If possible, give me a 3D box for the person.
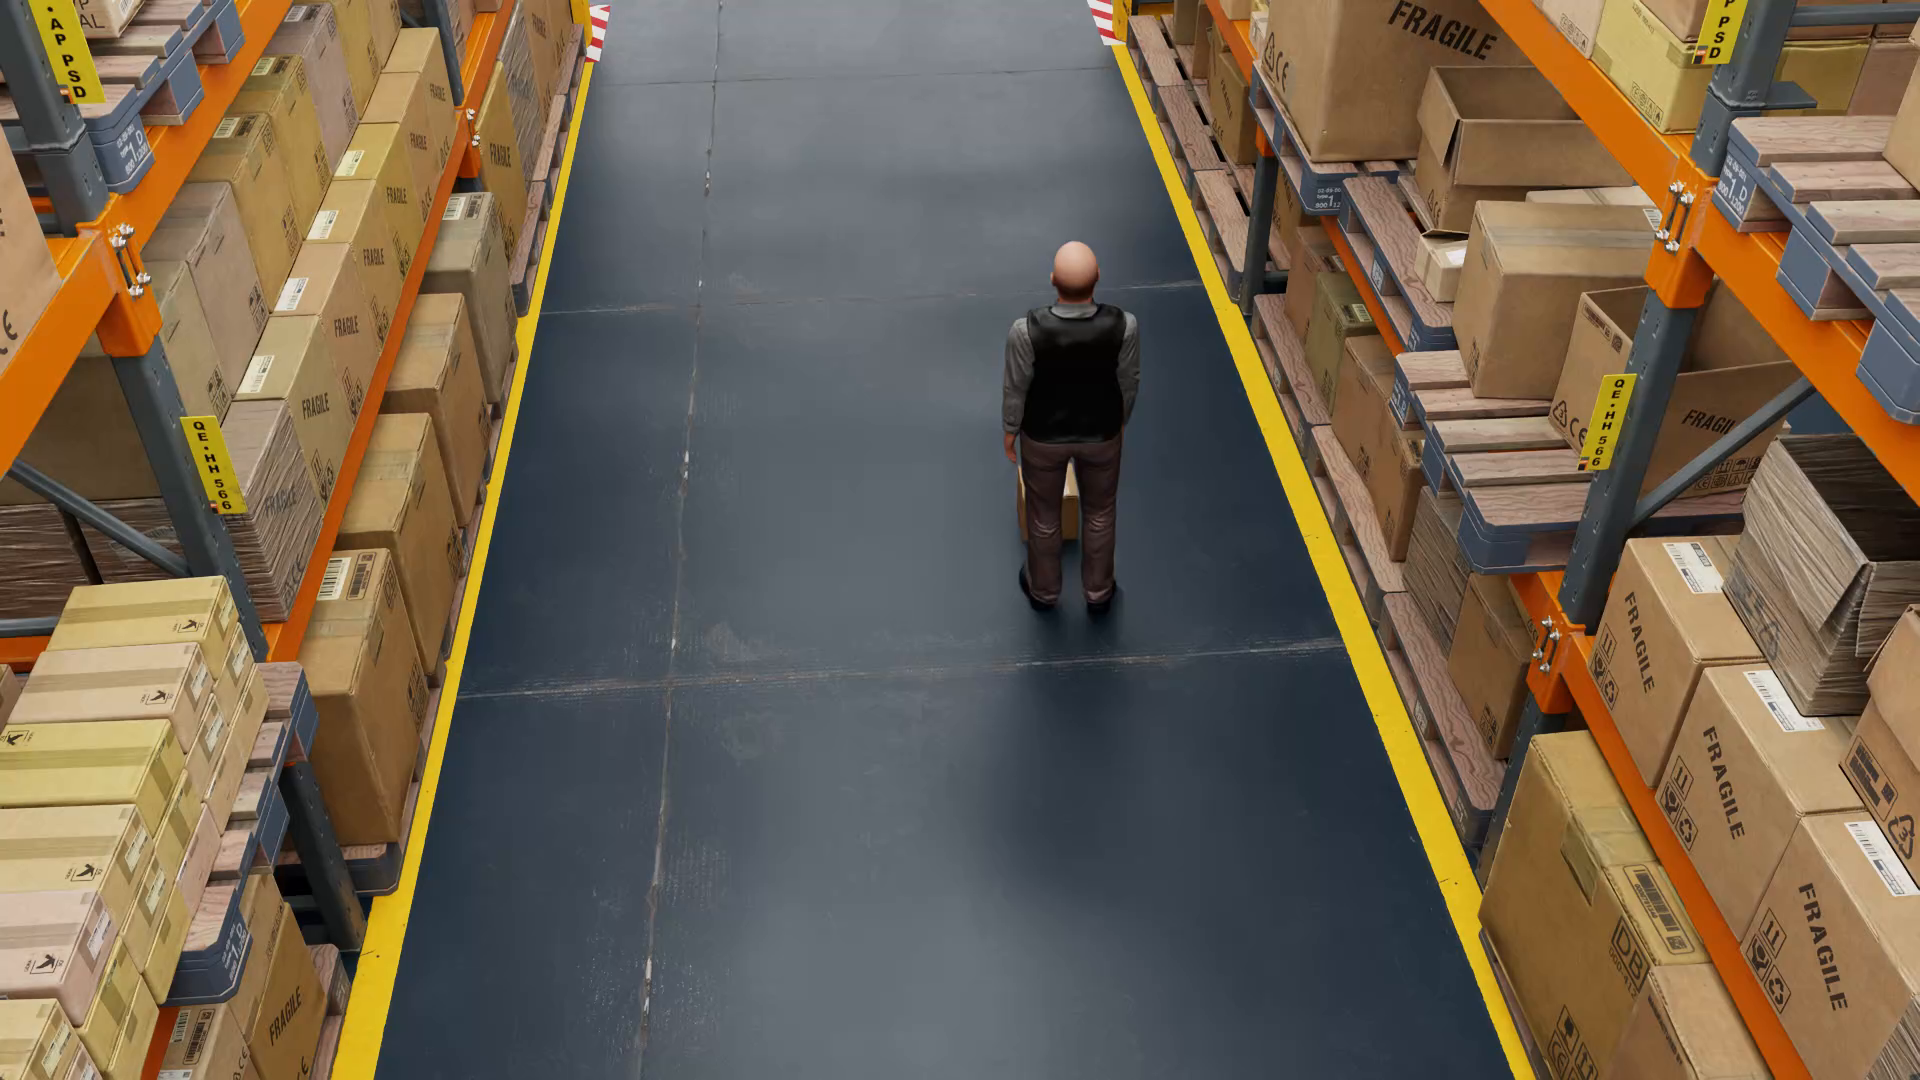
[{"bbox_3d":[0.433,-0.431,6.722,0.541,1.745,0.362,-3,39,-4],"label":"person"}]
